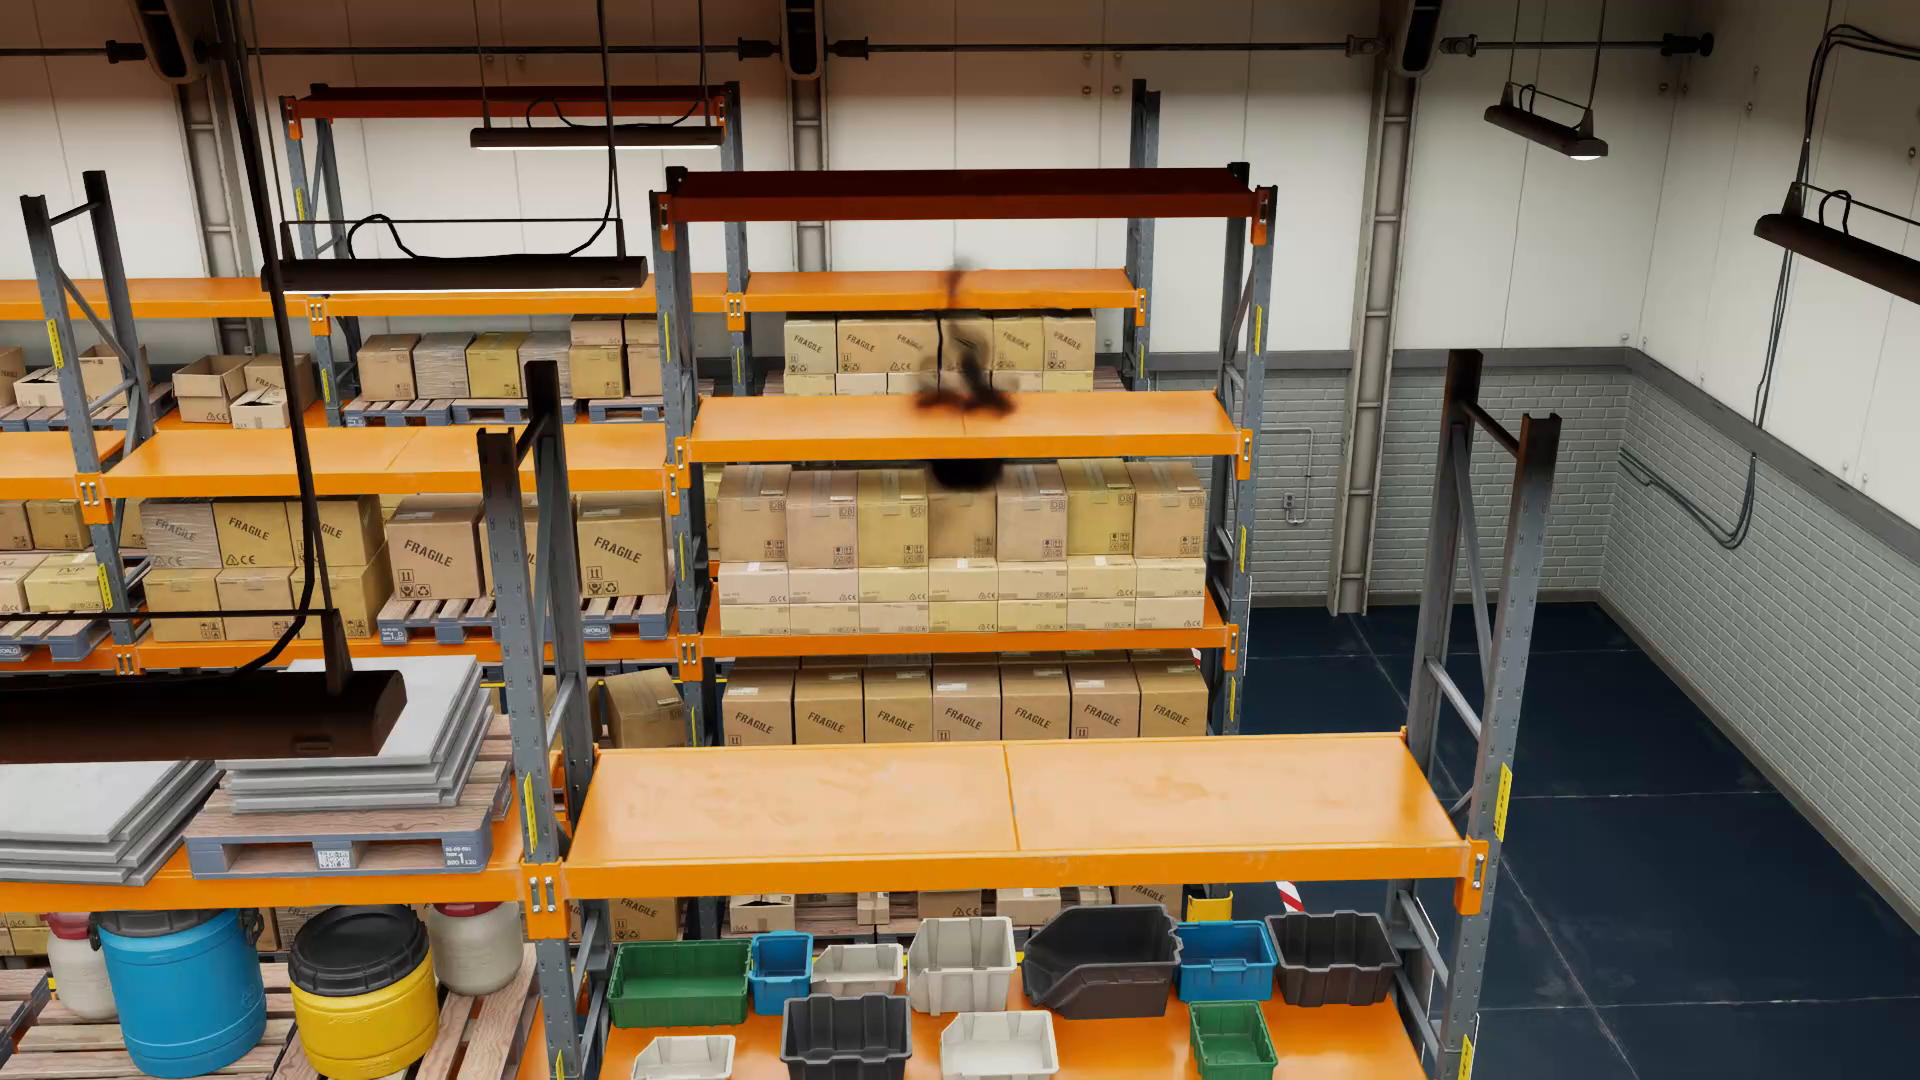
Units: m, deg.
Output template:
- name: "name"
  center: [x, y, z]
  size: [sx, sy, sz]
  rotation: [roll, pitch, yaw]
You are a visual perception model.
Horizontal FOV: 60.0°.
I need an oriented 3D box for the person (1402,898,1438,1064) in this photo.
- name: "person"
  center: [3.223, 5.099, 4.369]
  size: [1.887, 3.179, 9.893]
  rotation: [0, 22, 0]
